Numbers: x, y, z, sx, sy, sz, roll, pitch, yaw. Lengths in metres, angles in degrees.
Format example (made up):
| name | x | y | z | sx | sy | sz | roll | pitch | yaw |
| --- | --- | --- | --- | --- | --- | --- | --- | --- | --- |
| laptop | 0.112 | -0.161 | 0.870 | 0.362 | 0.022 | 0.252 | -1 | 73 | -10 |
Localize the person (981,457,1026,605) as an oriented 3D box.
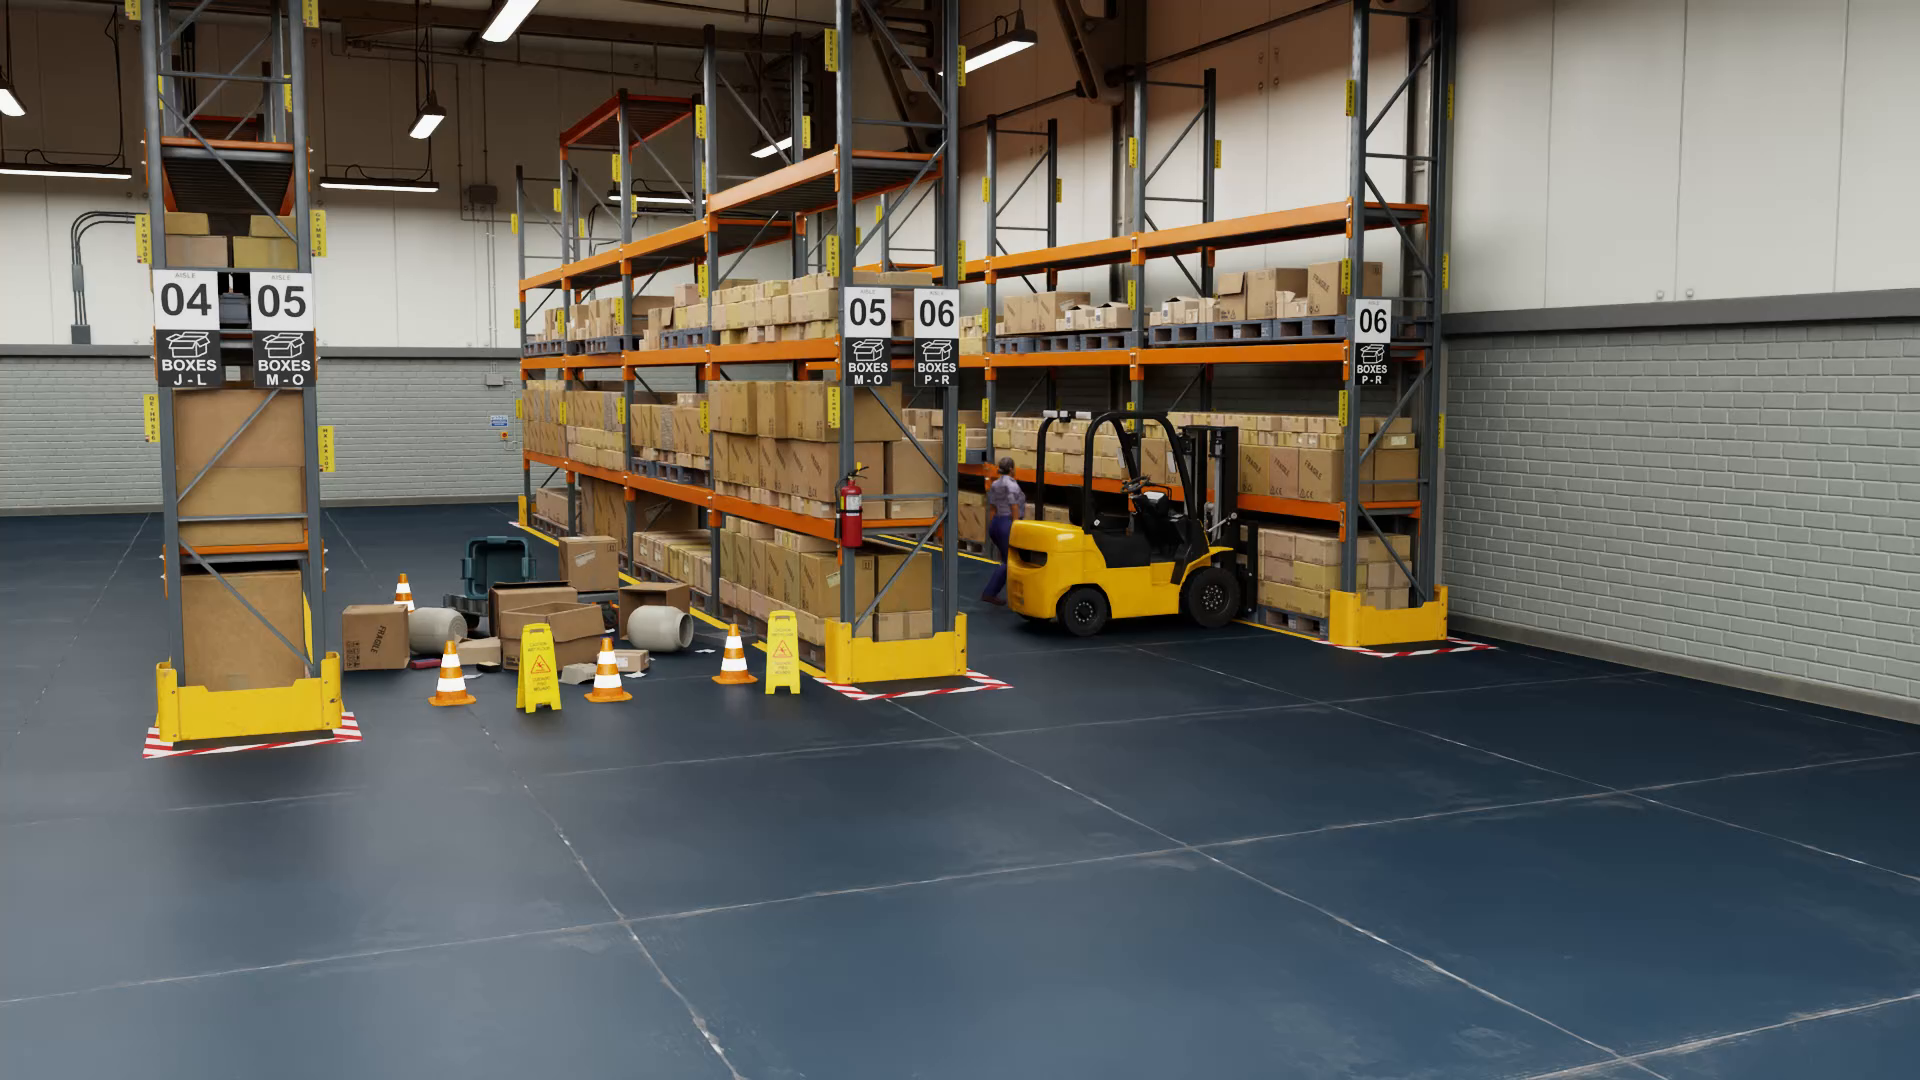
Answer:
| name | x | y | z | sx | sy | sz | roll | pitch | yaw |
| --- | --- | --- | --- | --- | --- | --- | --- | --- | --- |
| person | 0.526 | -0.097 | 18.017 | 0.872 | 1.611 | 0.537 | -3 | 6 | -29 |
